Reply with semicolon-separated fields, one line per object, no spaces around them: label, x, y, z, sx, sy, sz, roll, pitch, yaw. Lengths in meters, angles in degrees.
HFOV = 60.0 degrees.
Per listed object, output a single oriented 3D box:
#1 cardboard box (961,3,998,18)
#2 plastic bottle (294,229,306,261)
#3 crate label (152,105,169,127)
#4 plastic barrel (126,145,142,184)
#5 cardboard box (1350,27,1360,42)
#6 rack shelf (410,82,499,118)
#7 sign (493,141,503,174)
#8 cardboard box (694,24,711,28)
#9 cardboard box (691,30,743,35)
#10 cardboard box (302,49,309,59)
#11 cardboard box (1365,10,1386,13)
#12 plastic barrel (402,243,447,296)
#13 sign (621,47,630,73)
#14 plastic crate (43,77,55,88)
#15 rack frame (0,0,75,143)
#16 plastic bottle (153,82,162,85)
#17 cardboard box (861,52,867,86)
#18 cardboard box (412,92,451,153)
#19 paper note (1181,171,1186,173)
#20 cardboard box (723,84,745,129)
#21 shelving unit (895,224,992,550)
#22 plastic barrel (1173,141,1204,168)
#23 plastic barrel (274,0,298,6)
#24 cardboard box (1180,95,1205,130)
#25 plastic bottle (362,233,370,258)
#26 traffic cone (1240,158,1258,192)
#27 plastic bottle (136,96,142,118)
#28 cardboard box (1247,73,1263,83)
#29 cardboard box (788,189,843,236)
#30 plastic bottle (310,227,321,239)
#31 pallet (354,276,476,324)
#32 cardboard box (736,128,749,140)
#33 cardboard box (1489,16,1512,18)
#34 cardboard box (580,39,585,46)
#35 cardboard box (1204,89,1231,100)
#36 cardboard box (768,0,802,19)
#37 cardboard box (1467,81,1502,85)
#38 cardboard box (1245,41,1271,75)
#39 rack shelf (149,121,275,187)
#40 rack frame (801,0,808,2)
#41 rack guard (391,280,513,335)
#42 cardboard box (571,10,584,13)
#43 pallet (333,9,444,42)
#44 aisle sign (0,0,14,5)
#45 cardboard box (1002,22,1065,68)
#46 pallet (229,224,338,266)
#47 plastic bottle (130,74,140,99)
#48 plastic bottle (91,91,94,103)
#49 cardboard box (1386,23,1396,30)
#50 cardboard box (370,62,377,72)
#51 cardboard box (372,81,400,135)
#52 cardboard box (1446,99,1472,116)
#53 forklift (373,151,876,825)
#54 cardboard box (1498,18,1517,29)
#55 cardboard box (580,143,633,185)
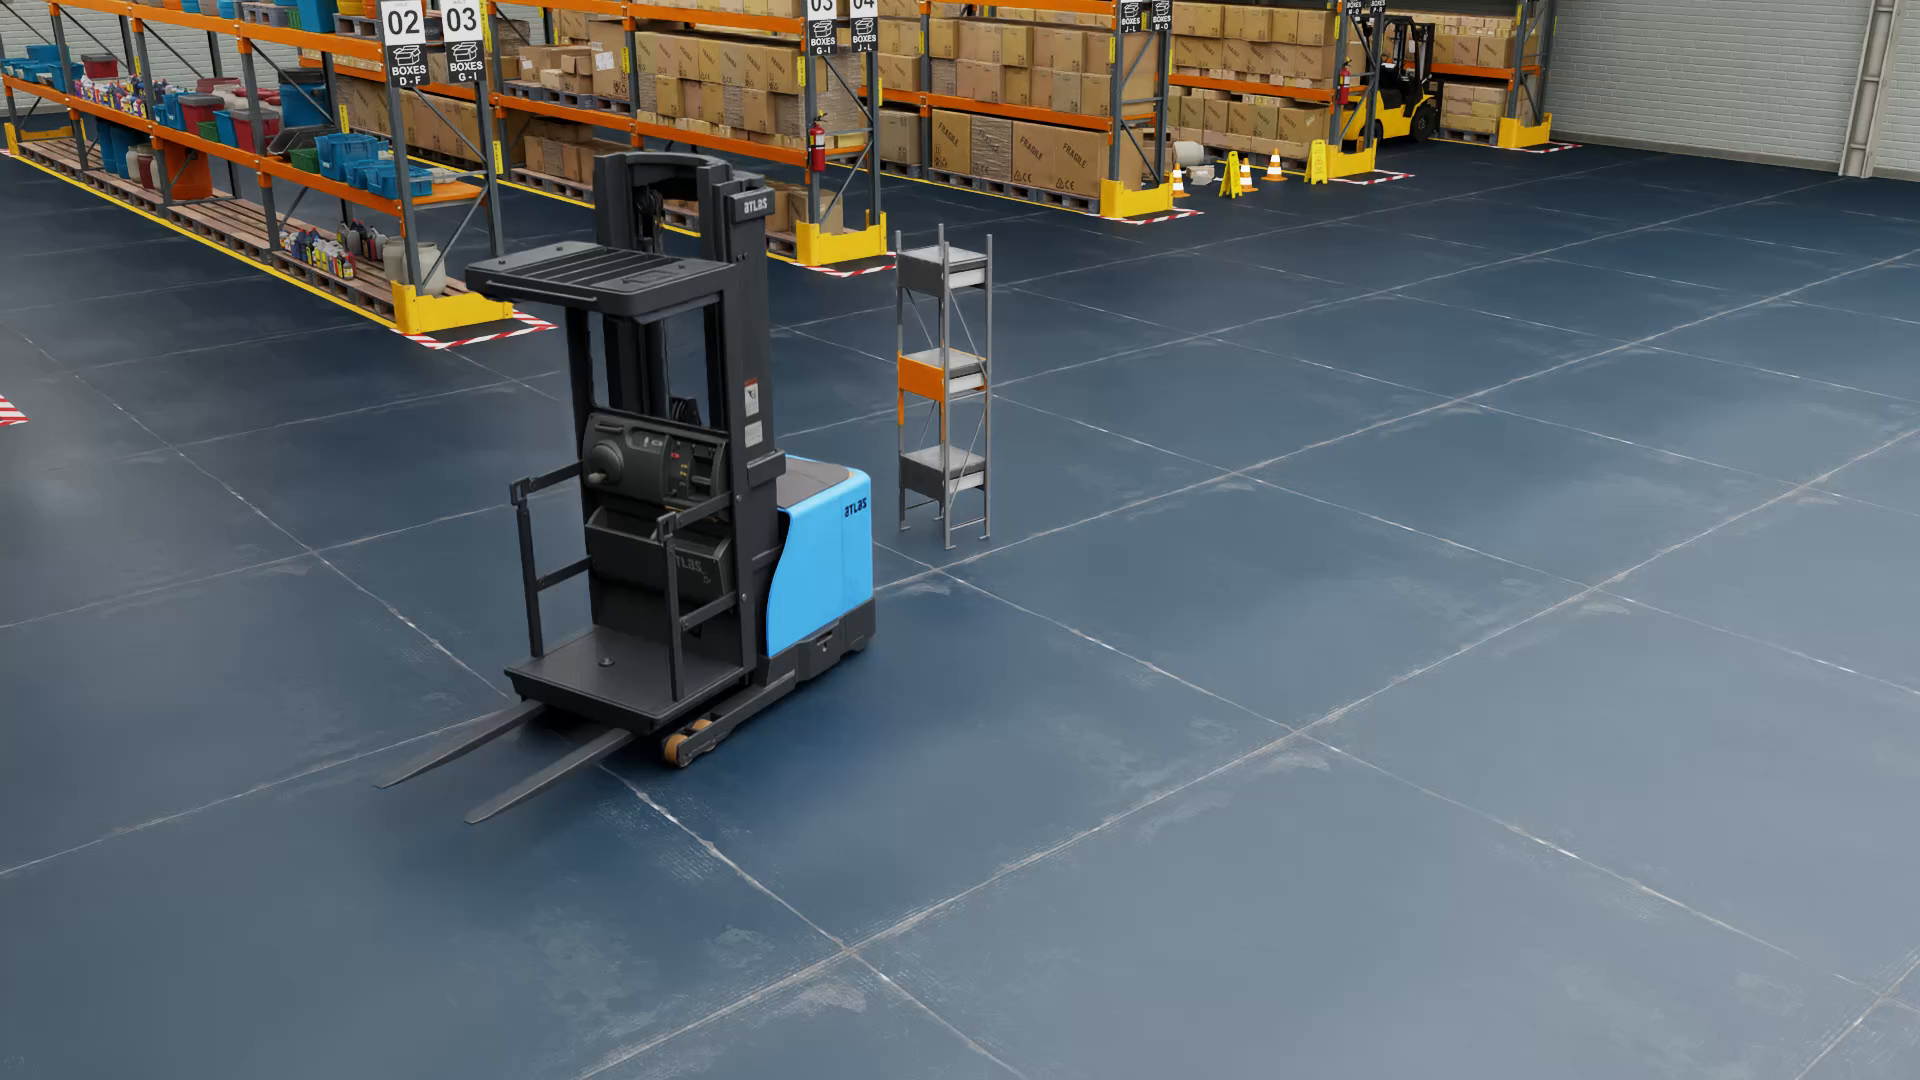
cardboard box;0.367;-9.976;31.334;0.500;0.500;0.500;-18;28;-39
plastic bottle;-7.534;-3.390;19.055;0.144;0.351;0.185;-17;27;-36
crate label;-10.366;-5.562;21.801;0.303;0.233;0.416;-17;27;-37
plastic barrel;-11.863;-5.460;24.148;0.421;0.512;0.421;0;21;0
cardboard box;7.363;-9.323;31.037;0.500;0.500;0.500;-18;28;-39
rack shelf;-7.910;-7.242;26.848;1.077;0.370;4.000;-17;27;-37
sign;-4.716;-3.894;16.933;0.100;0.325;0.005;-17;27;-37
cardboard box;-4.460;-8.989;29.274;0.380;0.149;0.250;-16;27;-36
cardboard box;-3.164;-6.373;21.727;0.500;0.500;0.500;-17;27;-37
cardboard box;-11.845;-8.941;30.544;0.380;0.149;0.250;-17;27;-37
cardboard box;7.667;-9.671;30.627;0.380;0.149;0.250;-18;28;-38
plastic barrel;-5.623;-2.836;17.447;0.421;0.512;0.421;0;21;0
sign;-4.412;-6.325;21.933;0.100;0.325;0.005;-17;27;-37
plastic crate;-13.902;-7.096;25.782;0.437;0.125;0.590;-17;27;-37
rack frame;-15.579;-8.056;27.938;1.000;3.000;0.127;-17;27;-37
plastic bottle;-11.659;-6.519;24.186;0.152;0.276;0.135;-17;27;-37
cardboard box;-1.373;-7.479;26.328;0.500;0.500;0.500;-17;27;-37
cardboard box;-8.199;-6.917;27.369;1.225;0.875;0.875;-19;28;-39
paper note;3.559;-5.843;26.377;0.148;0.019;0.142;-8;23;-19
cardboard box;-2.432;-5.416;20.653;0.875;0.500;0.500;-17;27;-37
shelving unit;-0.108;-1.023;11.218;0.431;2.100;0.503;-17;27;-37
plastic barrel;3.629;-6.184;26.692;0.512;0.421;0.421;0;21;-1
plastic barrel;-7.178;-6.265;17.992;0.600;0.901;0.708;-17;27;-37
cardboard box;4.053;-7.171;27.845;0.500;0.500;0.500;-16;27;-35
plastic bottle;-6.832;-3.397;19.166;0.061;0.283;0.133;-17;27;-37
traffic cone;4.248;-5.446;24.753;0.336;0.463;0.334;-17;27;-37
plastic bottle;-11.095;-5.865;22.505;0.061;0.283;0.133;-17;27;-37
cardboard box;4.831;-7.446;26.725;0.380;0.149;0.250;-18;28;-38
cardboard box;-1.778;-4.022;20.492;0.500;0.500;0.500;-12;24;-28
plastic bottle;-7.424;-3.424;19.143;0.144;0.351;0.185;-17;27;-37
pallet;-5.747;-2.572;17.762;1.003;0.211;1.213;-17;27;-37
cardboard box;-2.554;-5.068;20.656;0.380;0.149;0.250;-17;27;-37
cardboard box;9.497;-9.137;29.264;0.380;0.149;0.250;-17;27;-36
cardboard box;-7.276;-9.836;32.828;0.380;0.149;0.250;-18;28;-38
cardboard box;4.245;-7.354;27.423;0.380;0.149;0.250;-16;26;-34
cardboard box;-1.890;-6.214;19.329;0.500;0.250;0.500;-17;27;-36
cardboard box;9.383;-8.052;29.752;0.500;0.250;0.500;-17;27;-37
cardboard box;4.914;-7.721;26.540;0.500;0.500;0.500;-18;27;-38
rack shelf;-9.052;-4.958;21.016;1.077;0.370;4.000;-17;27;-37
rack frame;-1.383;-7.608;18.568;1.000;3.000;0.127;-17;27;-37
rack guard;-5.220;-2.481;17.133;1.175;0.500;0.348;-17;27;-37
cardboard box;-7.255;-10.564;32.427;0.500;0.500;0.500;-18;28;-39
pallet;-5.601;-5.196;16.783;1.003;0.211;1.213;-17;27;-37
aisle sign;-15.851;-9.215;27.335;0.394;0.787;0.004;-17;27;-37
cardboard box;1.092;-7.084;23.771;0.875;0.550;0.500;-17;27;-37
pallet;-8.288;-3.650;20.513;1.003;0.211;1.213;-17;27;-37
plastic bottle;-12.109;-6.666;24.458;0.144;0.351;0.185;-17;27;-37
plastic bottle;-12.534;-6.446;24.101;0.097;0.201;0.097;0;21;0
cardboard box;7.917;-9.364;30.252;0.380;0.149;0.250;-18;28;-38
cardboard box;-9.832;-8.090;28.371;0.380;0.149;0.250;-17;27;-36
cardboard box;-9.586;-7.537;28.952;0.875;0.875;0.875;-17;27;-37
cardboard box;9.009;-7.705;29.553;0.500;0.250;0.500;-18;28;-38
forklift;-1.706;-0.397;8.478;1.130;2.935;3.031;13;25;30
cardboard box;9.489;-8.892;28.639;0.380;0.149;0.250;-17;27;-37
cardboard box;-5.041;-5.426;24.048;0.500;0.500;0.700;20;29;41
